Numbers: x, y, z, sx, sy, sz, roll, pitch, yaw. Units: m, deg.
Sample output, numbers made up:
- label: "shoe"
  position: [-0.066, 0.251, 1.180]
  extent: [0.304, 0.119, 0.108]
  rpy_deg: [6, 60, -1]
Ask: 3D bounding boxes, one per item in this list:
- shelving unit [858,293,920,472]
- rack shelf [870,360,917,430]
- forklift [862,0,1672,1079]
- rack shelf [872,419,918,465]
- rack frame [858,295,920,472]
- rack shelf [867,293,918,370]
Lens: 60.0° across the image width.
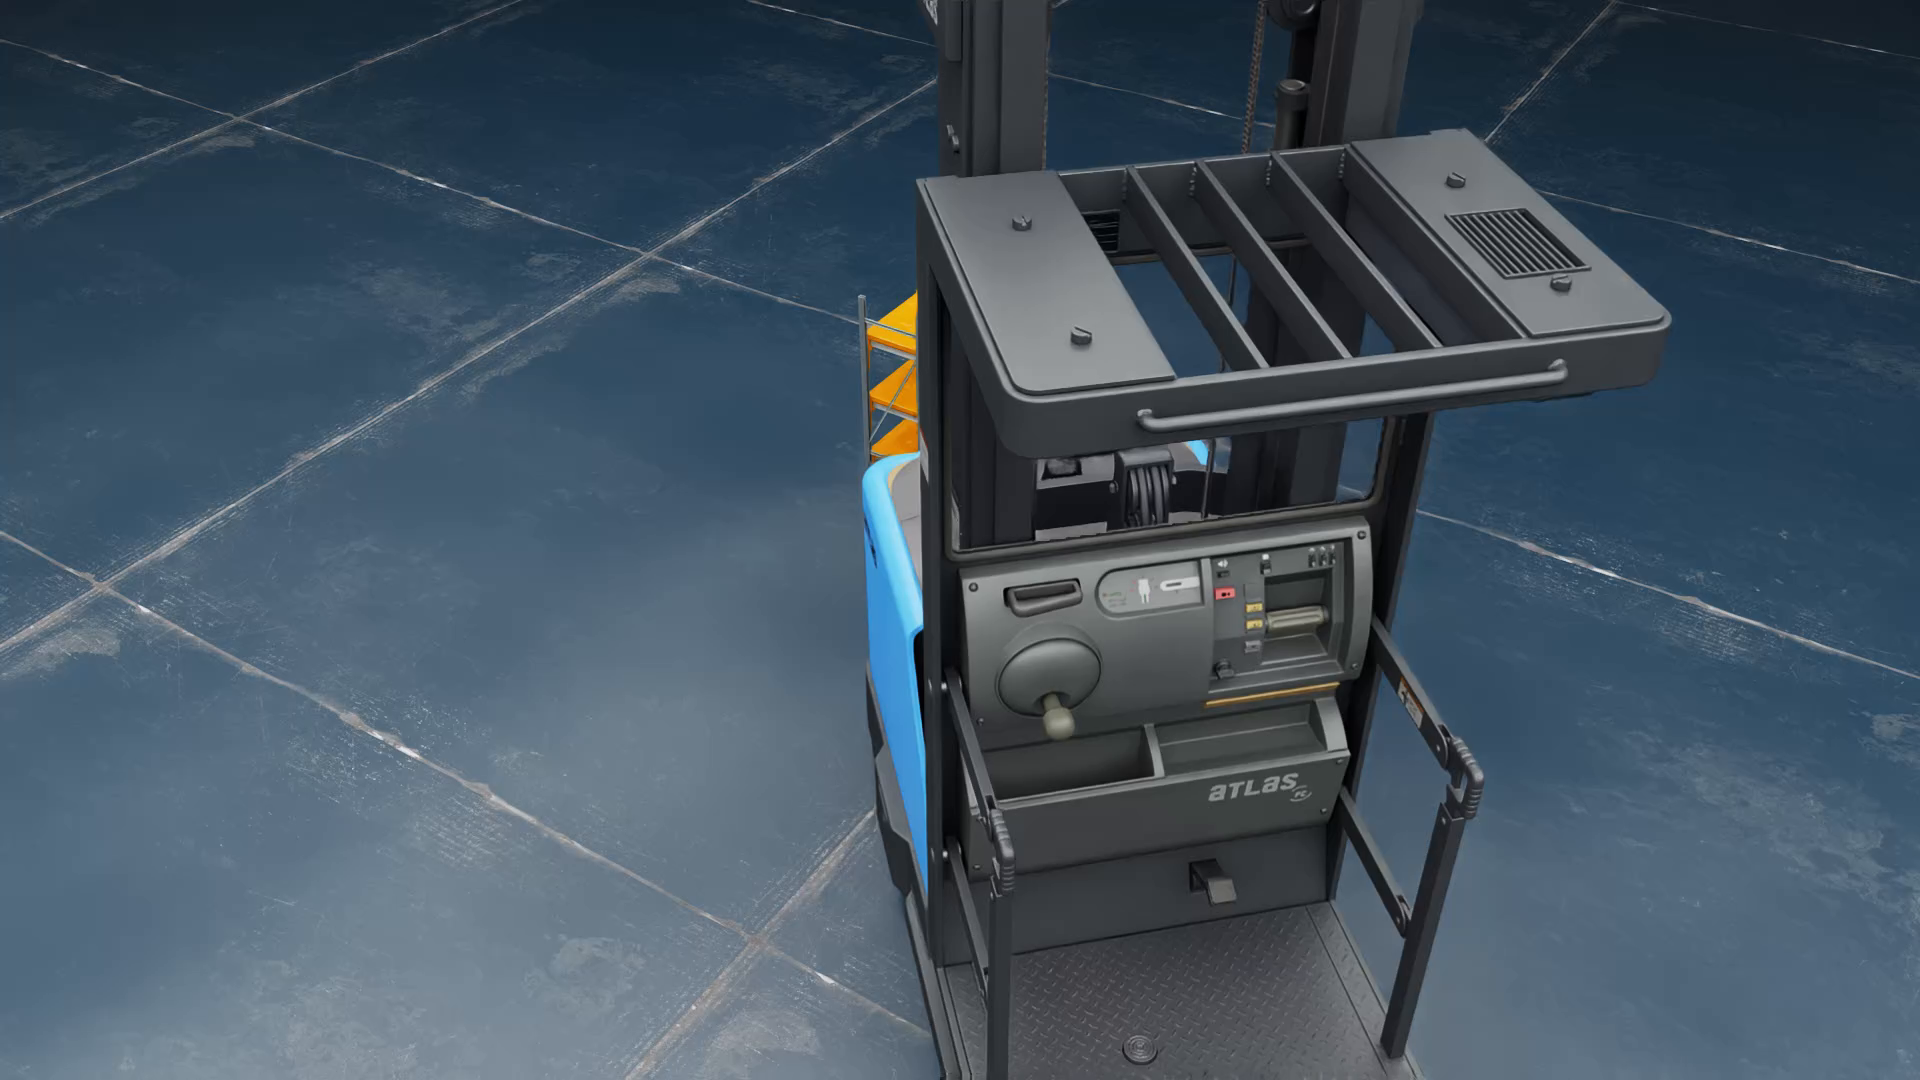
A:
- label: "shelving unit"
  position: [-0.089, -0.390, 5.773]
  extent: [0.258, 1.200, 0.503]
  rpy_deg: [21, 42, 25]
- label: "rack shelf"
  position: [-0.089, -0.514, 5.677]
  extent: [0.258, 0.148, 0.480]
  rpy_deg: [21, 42, 25]
- label: "forklift"
  position: [0.511, 0.269, 3.500]
  extent: [1.130, 2.935, 3.031]
  rpy_deg: [-7, 38, -9]
- label: "rack shelf"
  position: [-0.089, -0.337, 5.814]
  extent: [0.258, 0.148, 0.480]
  rpy_deg: [21, 42, 25]
- label: "rack frame"
  position: [-0.219, -0.264, 5.610]
  extent: [0.240, 1.200, 0.015]
  rpy_deg: [21, 42, 25]
- label: "rack shelf"
  position: [-0.089, -0.701, 5.533]
  extent: [0.258, 0.148, 0.480]
  rpy_deg: [21, 42, 25]
